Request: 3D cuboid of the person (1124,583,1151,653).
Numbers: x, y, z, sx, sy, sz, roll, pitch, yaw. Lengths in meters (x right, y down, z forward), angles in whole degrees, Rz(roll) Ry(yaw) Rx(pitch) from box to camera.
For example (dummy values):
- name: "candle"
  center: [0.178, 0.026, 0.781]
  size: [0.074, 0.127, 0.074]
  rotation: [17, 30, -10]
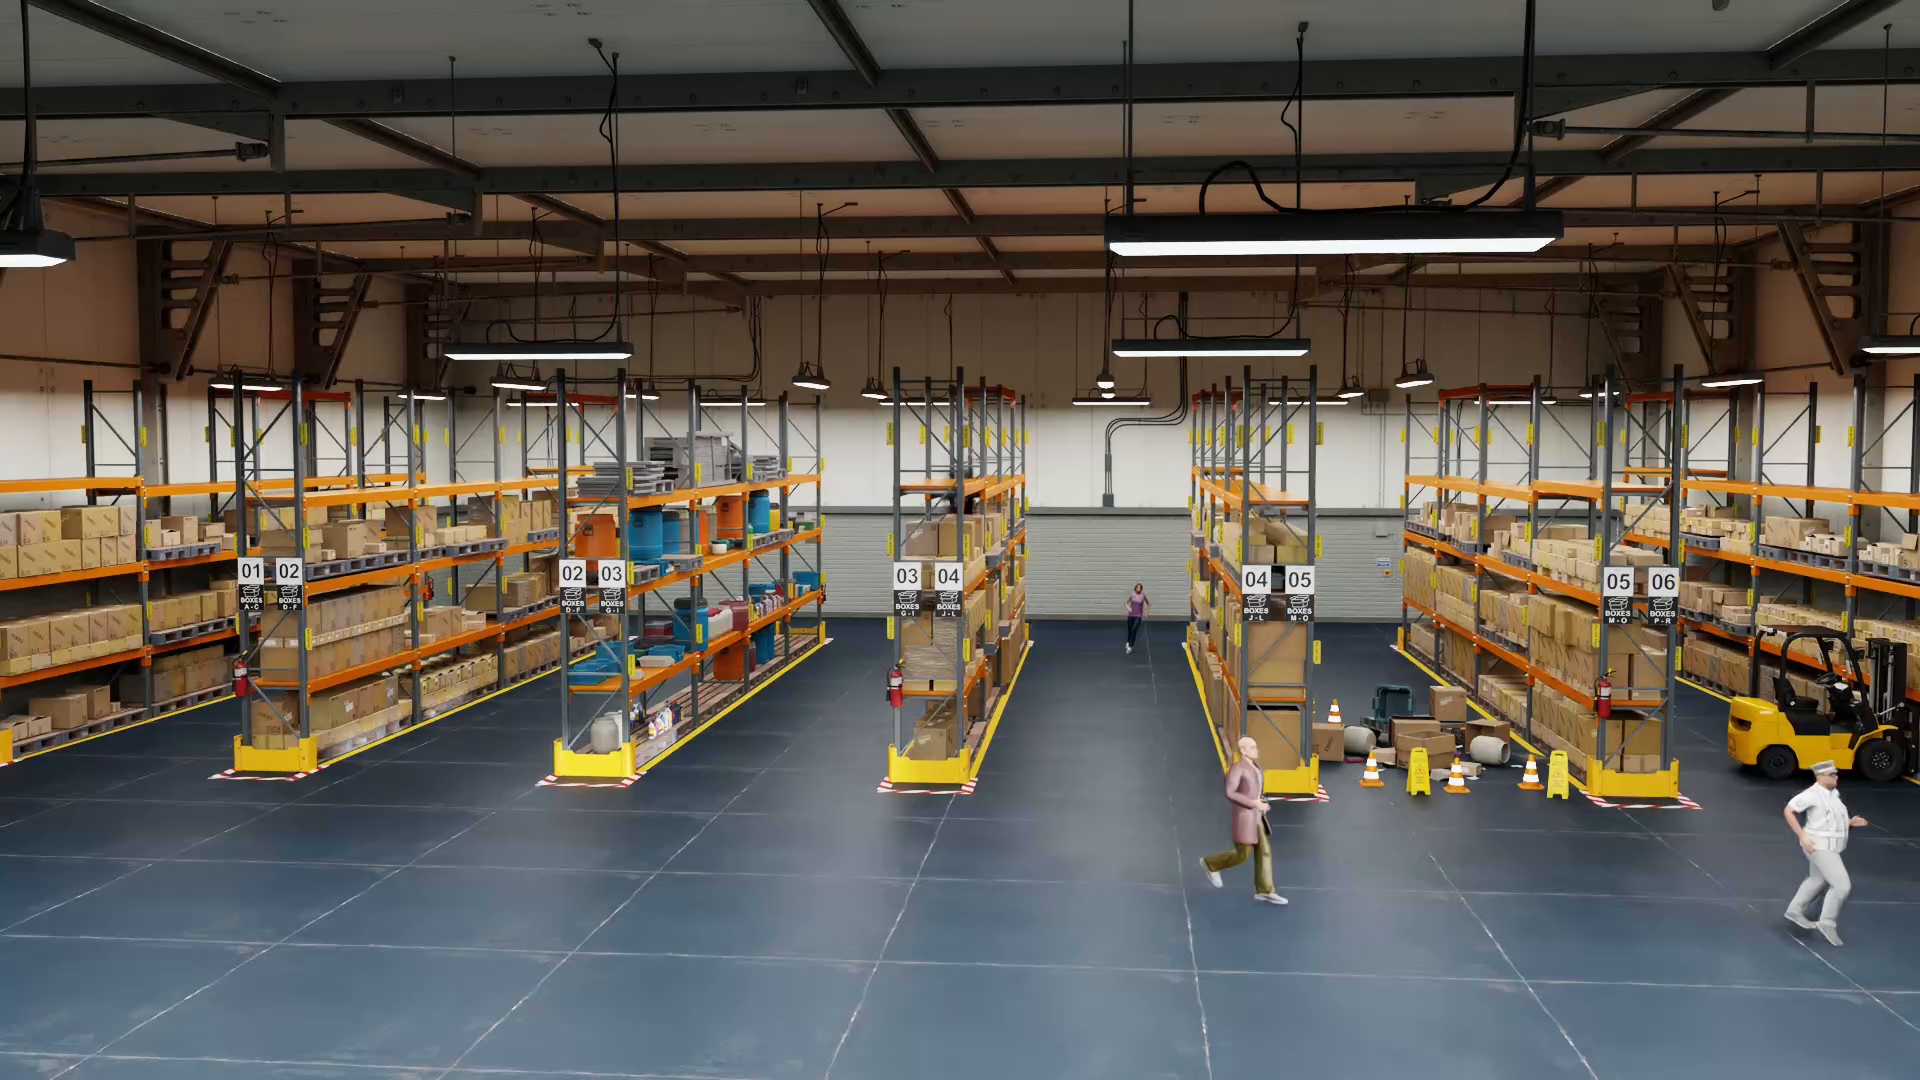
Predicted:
- name: "person"
  center: [4.109, 1.796, 38.681]
  size: [0.603, 1.595, 0.784]
  rotation: [1, 4, 16]

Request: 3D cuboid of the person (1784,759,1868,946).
- name: "person"
  center: [8.611, 3.099, 16.568]
  size: [0.635, 1.852, 0.770]
  rotation: [-4, 5, -45]

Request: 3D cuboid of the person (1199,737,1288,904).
- name: "person"
  center: [3.072, 3.002, 17.947]
  size: [1.018, 1.767, 0.709]
  rotation: [3, 4, 38]
